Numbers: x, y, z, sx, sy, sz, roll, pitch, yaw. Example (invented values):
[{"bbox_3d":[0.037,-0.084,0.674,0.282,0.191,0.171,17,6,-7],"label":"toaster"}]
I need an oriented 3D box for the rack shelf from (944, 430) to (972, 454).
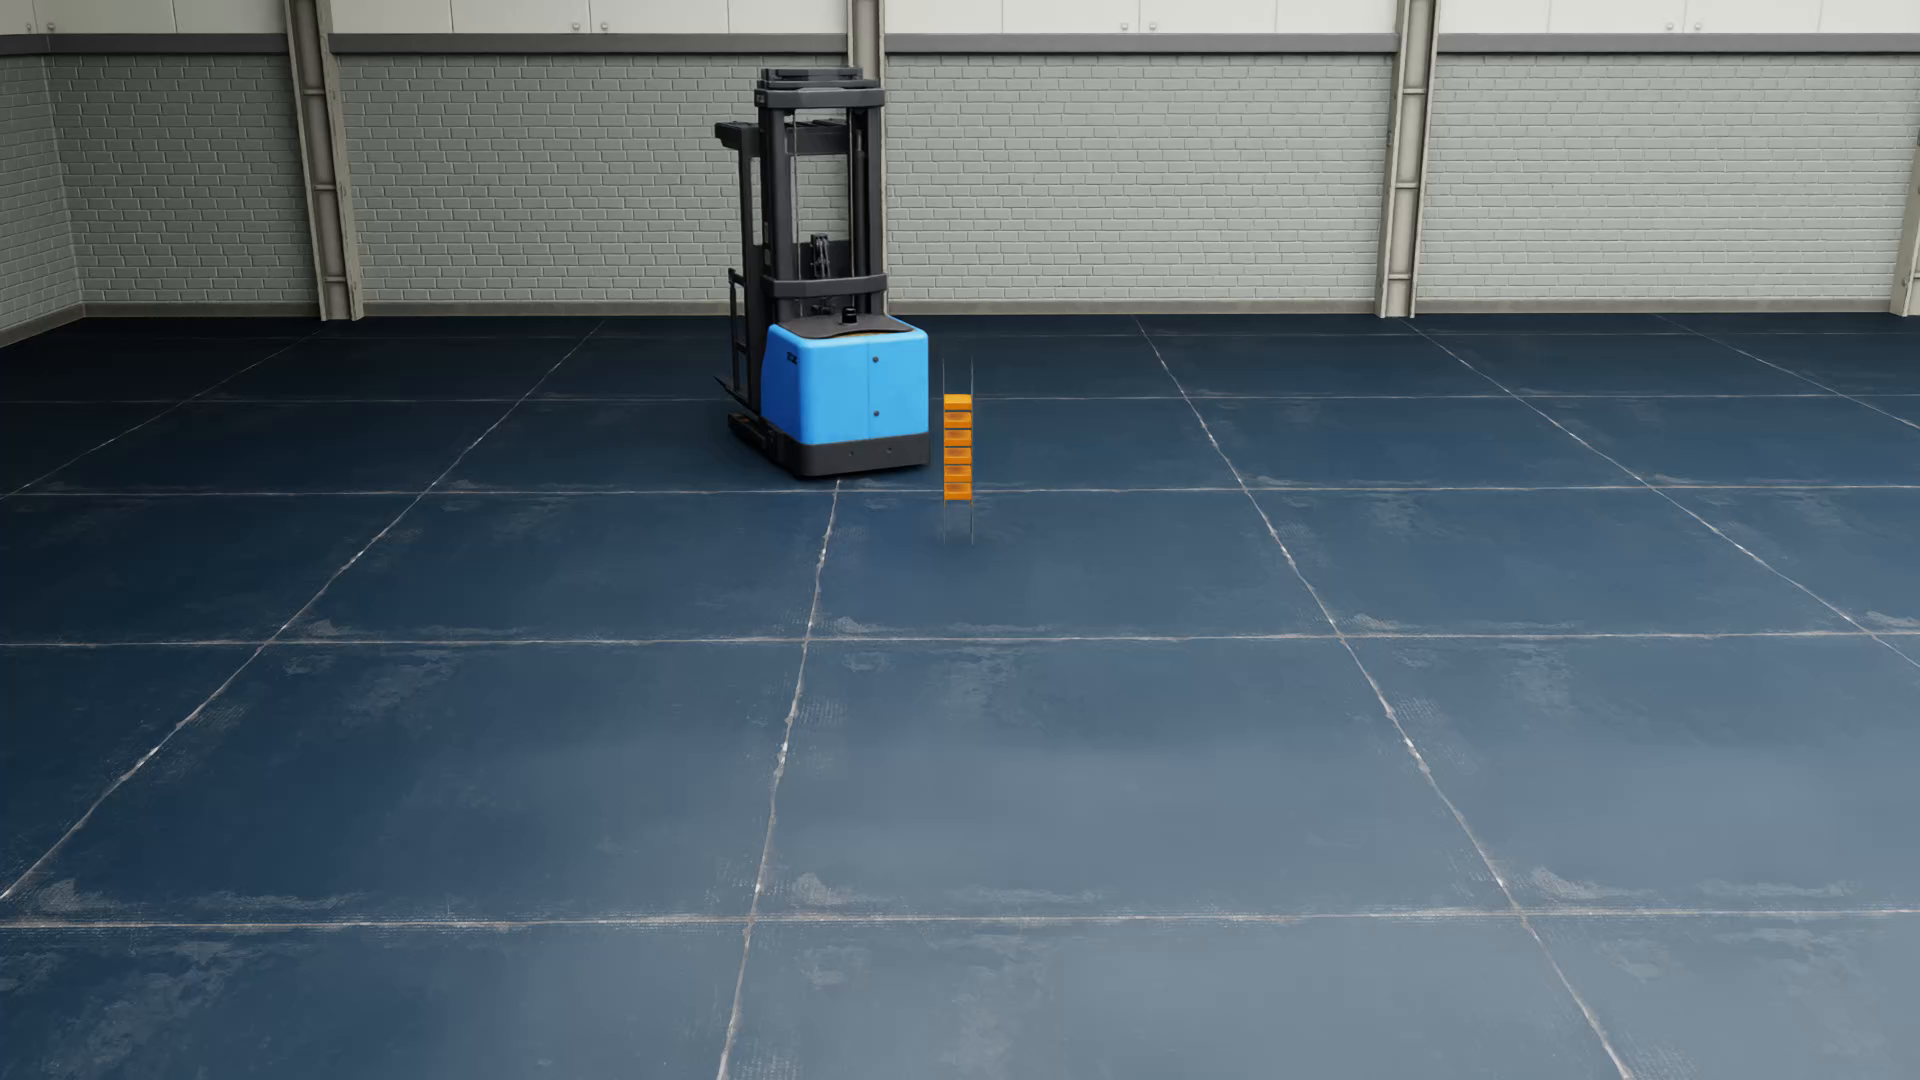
[{"bbox_3d":[-0.014,-0.643,10.841,0.180,0.103,0.258,0,18,-1],"label":"rack shelf"}]

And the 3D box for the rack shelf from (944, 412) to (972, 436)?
[{"bbox_3d":[-0.014,-0.757,10.804,0.180,0.103,0.258,0,18,-1],"label":"rack shelf"}]

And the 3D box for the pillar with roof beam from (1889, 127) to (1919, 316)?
[{"bbox_3d":[11.049,-5.579,13.708,0.400,9.000,9.100,0,18,-1],"label":"pillar with roof beam"}]

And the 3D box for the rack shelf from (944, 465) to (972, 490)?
[{"bbox_3d":[-0.014,-0.415,10.914,0.180,0.103,0.258,0,18,-1],"label":"rack shelf"}]

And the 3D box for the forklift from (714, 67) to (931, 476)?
[{"bbox_3d":[-1.280,-2.274,13.338,1.130,2.935,3.031,-8,19,-23],"label":"forklift"}]

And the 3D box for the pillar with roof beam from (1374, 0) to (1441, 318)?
[{"bbox_3d":[5.050,-5.550,13.618,0.400,9.000,9.100,0,18,-1],"label":"pillar with roof beam"}]

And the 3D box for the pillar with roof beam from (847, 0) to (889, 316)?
[{"bbox_3d":[-0.949,-5.521,13.527,0.400,9.000,9.100,0,18,-1],"label":"pillar with roof beam"}]

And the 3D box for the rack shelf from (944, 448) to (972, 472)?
[{"bbox_3d":[-0.014,-0.529,10.878,0.180,0.103,0.258,0,18,-1],"label":"rack shelf"}]

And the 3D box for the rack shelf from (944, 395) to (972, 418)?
[{"bbox_3d":[-0.014,-0.872,10.768,0.180,0.103,0.258,0,18,-1],"label":"rack shelf"}]

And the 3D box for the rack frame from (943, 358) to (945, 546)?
[{"bbox_3d":[-0.106,-0.571,10.863,0.006,1.200,0.240,0,18,-1],"label":"rack frame"}]

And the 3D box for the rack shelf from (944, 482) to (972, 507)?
[{"bbox_3d":[-0.014,-0.300,10.951,0.180,0.103,0.258,0,18,-1],"label":"rack shelf"}]

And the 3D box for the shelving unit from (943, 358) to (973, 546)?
[{"bbox_3d":[-0.014,-0.571,10.864,0.189,1.200,0.258,0,18,-1],"label":"shelving unit"}]

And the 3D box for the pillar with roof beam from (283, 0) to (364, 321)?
[{"bbox_3d":[-6.949,-5.492,13.437,0.400,9.000,9.100,0,18,-1],"label":"pillar with roof beam"}]

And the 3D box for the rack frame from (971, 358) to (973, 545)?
[{"bbox_3d":[0.077,-0.572,10.865,0.006,1.200,0.240,0,18,-1],"label":"rack frame"}]
